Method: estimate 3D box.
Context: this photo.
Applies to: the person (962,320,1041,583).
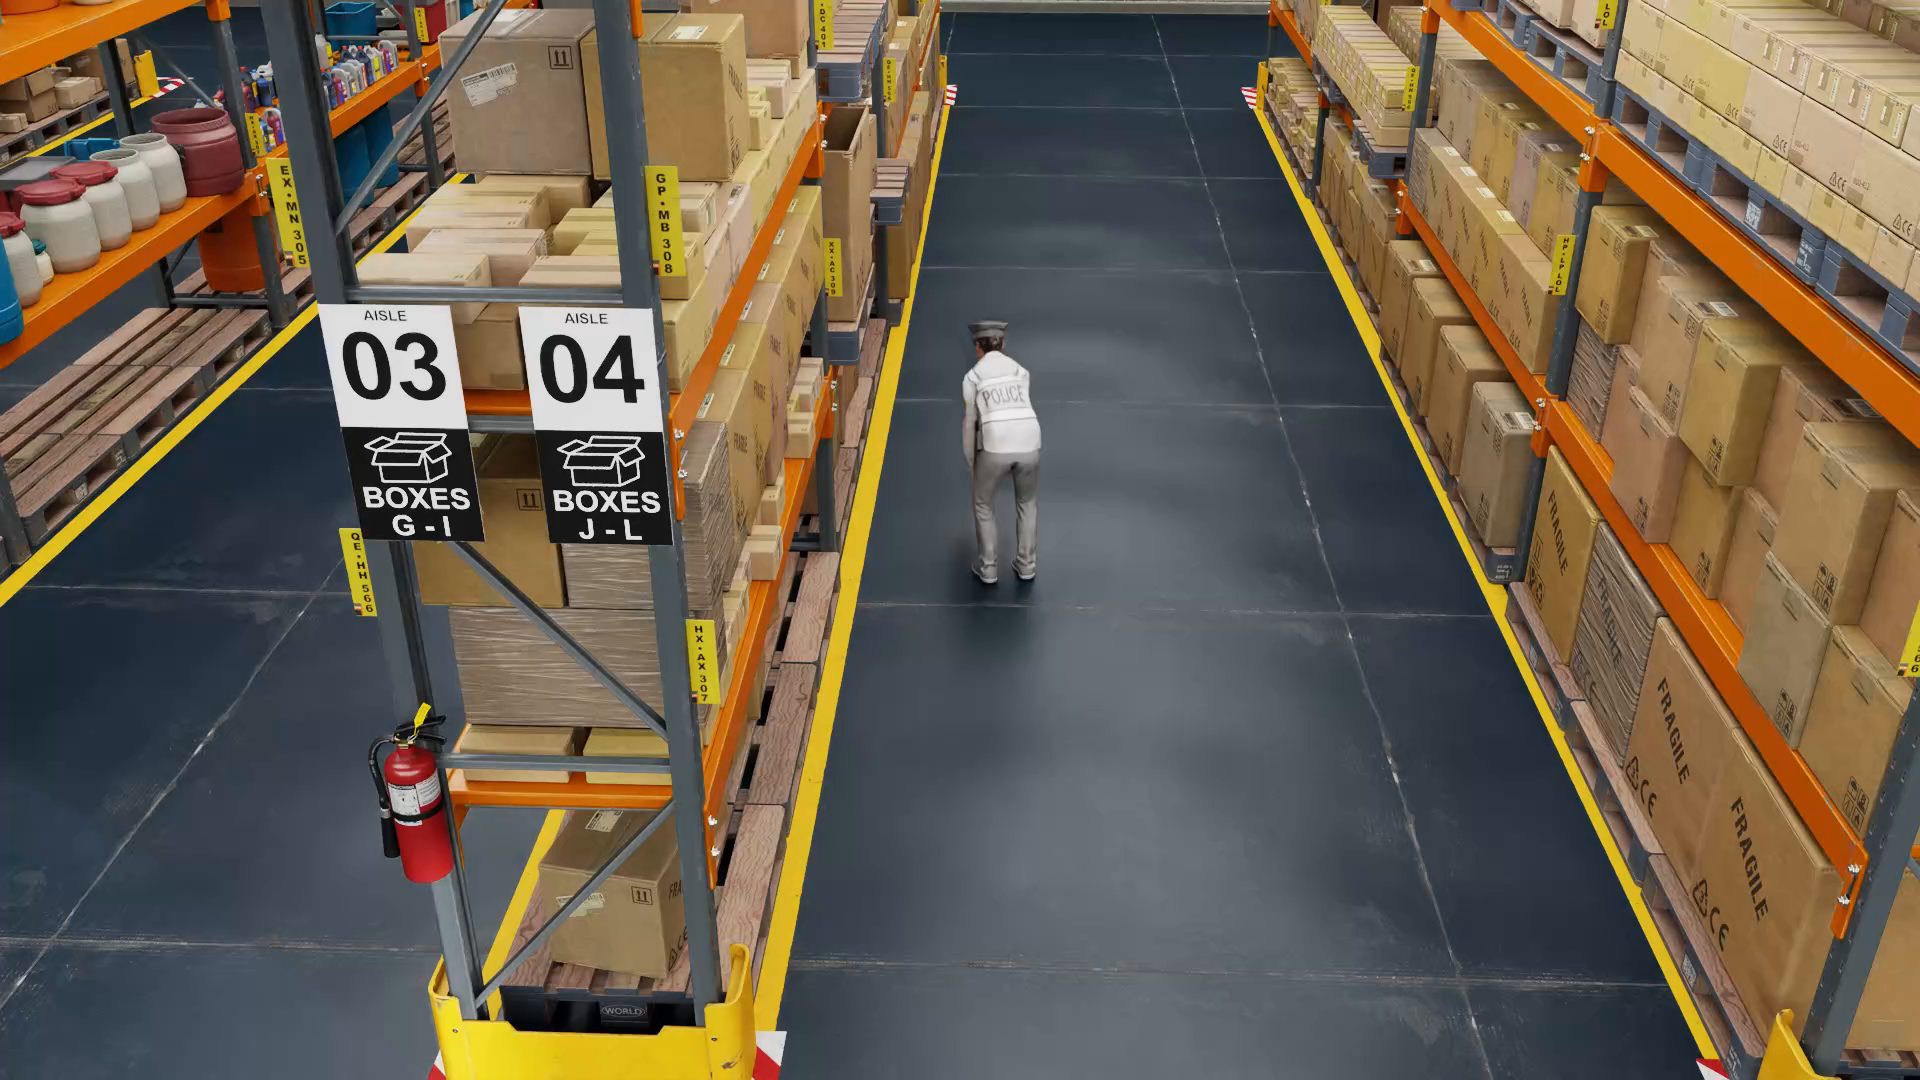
[{"bbox_3d":[0.223,-0.528,9.811,0.409,1.482,0.759,-6,29,-11],"label":"person"}]
